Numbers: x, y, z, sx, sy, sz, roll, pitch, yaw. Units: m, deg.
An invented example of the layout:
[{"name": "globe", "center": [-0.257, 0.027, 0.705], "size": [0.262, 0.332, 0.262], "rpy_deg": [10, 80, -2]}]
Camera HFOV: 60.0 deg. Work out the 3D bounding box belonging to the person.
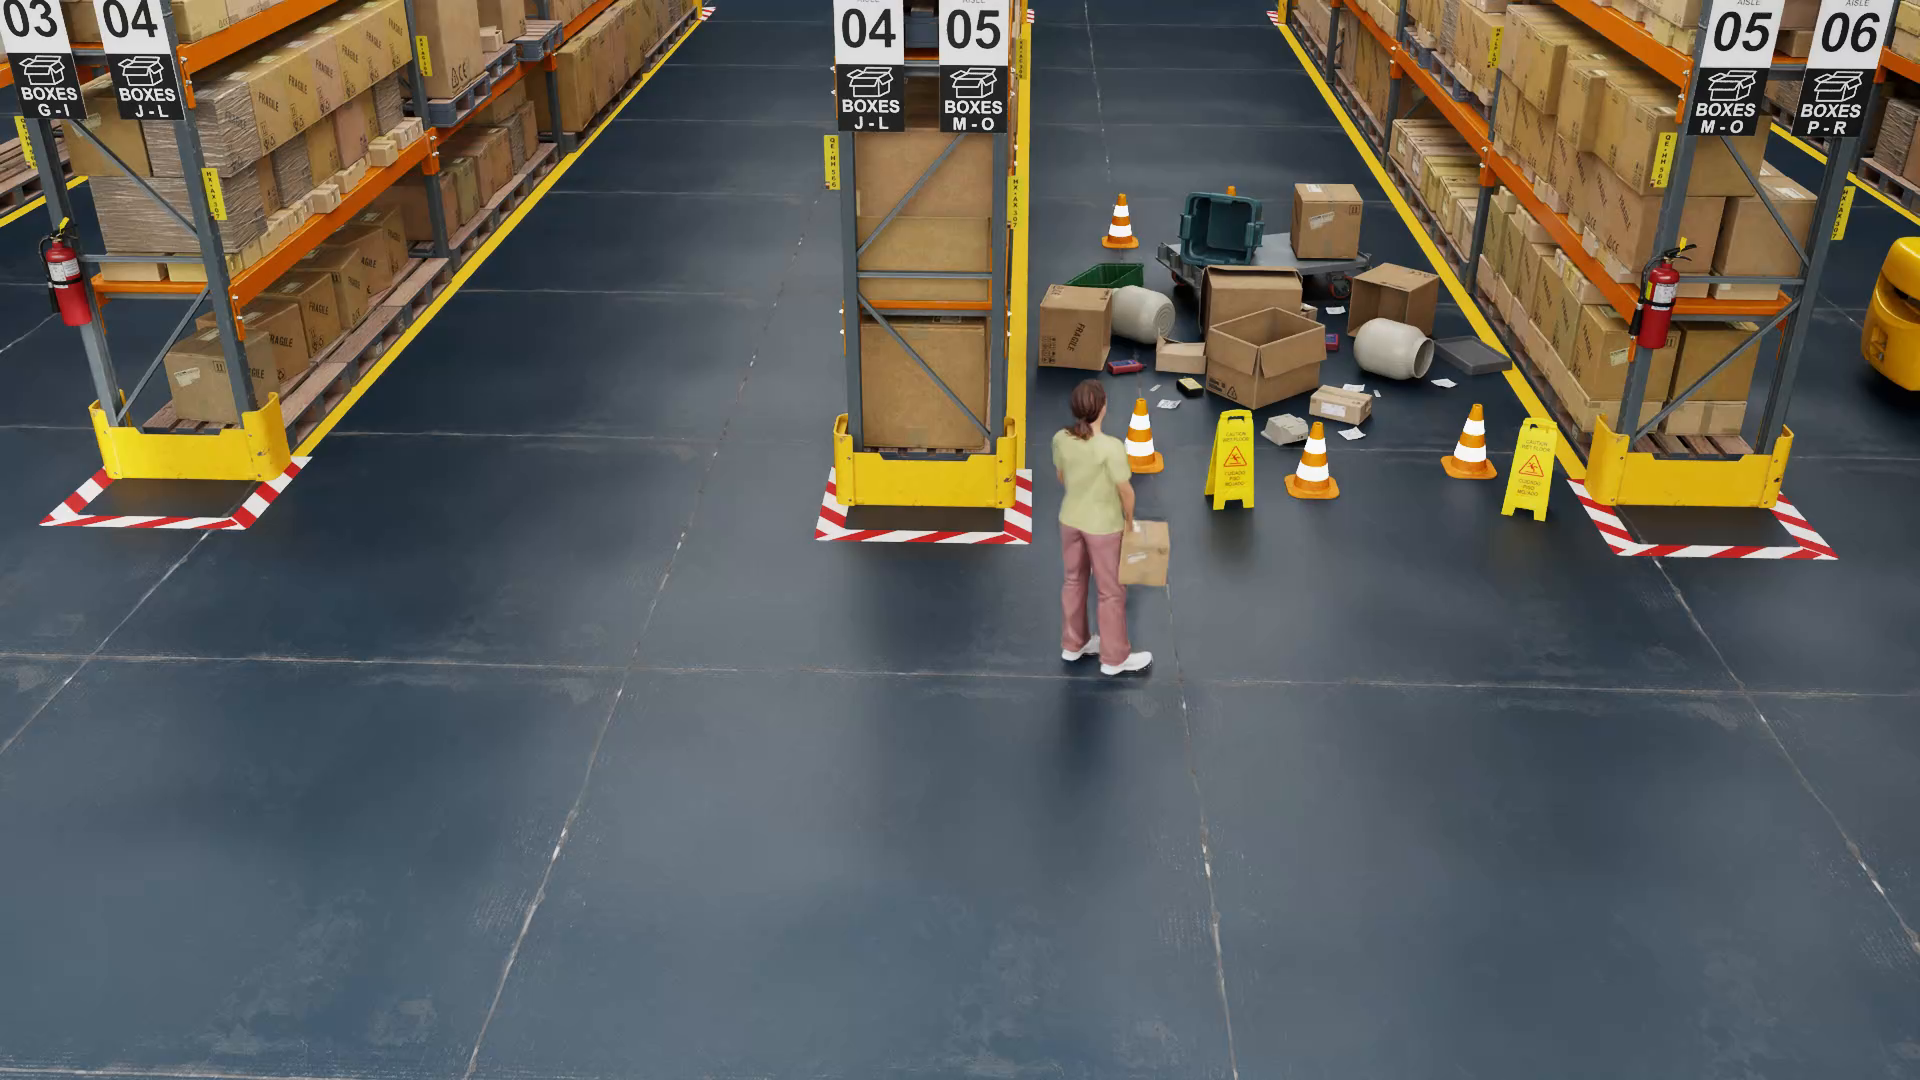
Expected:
[{"name": "person", "center": [0.735, -0.061, 8.722], "size": [0.527, 1.669, 0.426], "rpy_deg": [17, 33, 29]}]
